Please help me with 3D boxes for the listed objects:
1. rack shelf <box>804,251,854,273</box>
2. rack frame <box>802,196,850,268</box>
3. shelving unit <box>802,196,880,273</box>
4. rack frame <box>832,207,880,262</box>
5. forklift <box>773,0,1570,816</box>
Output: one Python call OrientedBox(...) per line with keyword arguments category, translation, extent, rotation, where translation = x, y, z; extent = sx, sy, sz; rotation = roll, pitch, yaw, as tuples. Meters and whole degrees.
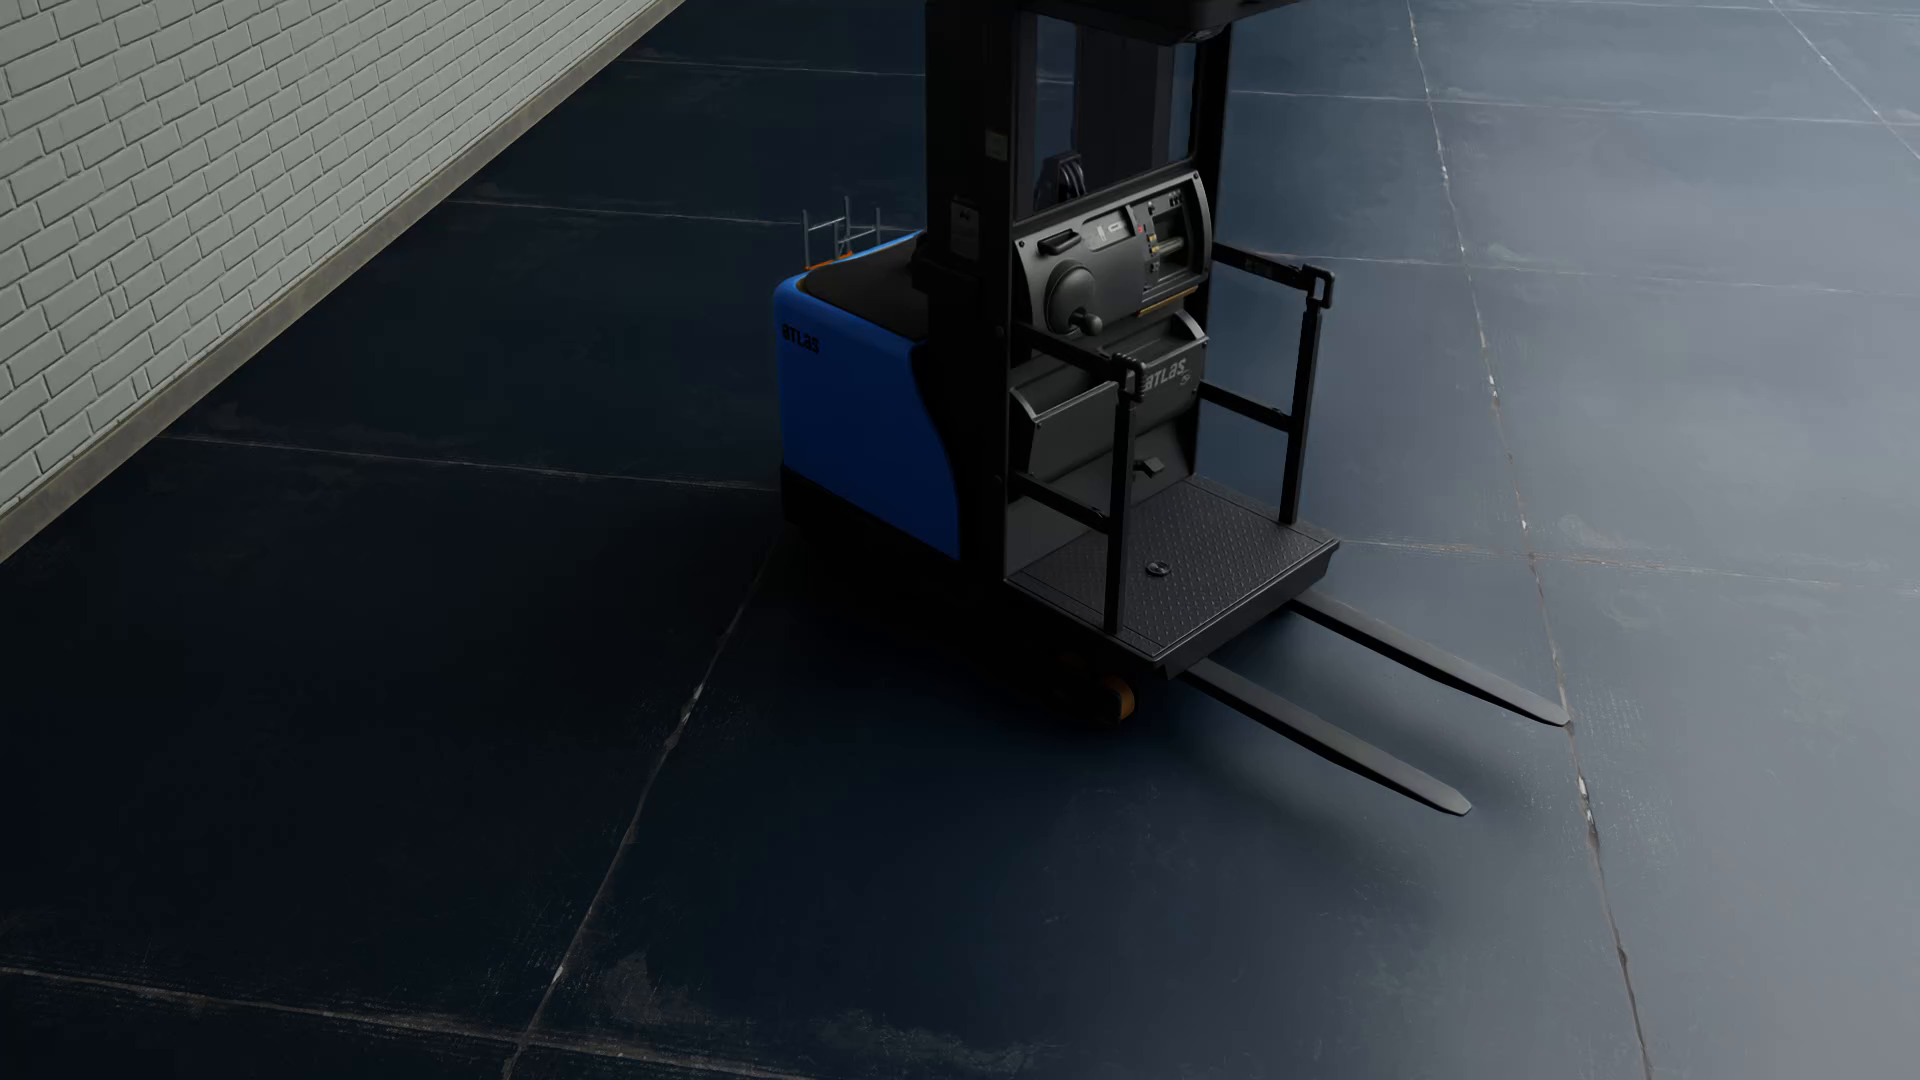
OrientedBox(category="rack shelf", translation=(-0.469, -1.059, 6.690), extent=(0.258, 0.103, 0.180), rotation=(-28, 41, -37))
OrientedBox(category="rack frame", translation=(-0.534, -0.826, 6.912), extent=(0.240, 1.200, 0.006), rotation=(-28, 41, -37))
OrientedBox(category="shelving unit", translation=(-0.469, -0.792, 6.857), extent=(0.258, 1.200, 0.189), rotation=(-28, 41, -37))
OrientedBox(category="rack frame", translation=(-0.405, -0.757, 6.802), extent=(0.240, 1.200, 0.006), rotation=(-28, 41, -37))
OrientedBox(category="forklift", translation=(0.675, -0.921, 5.432), extent=(1.130, 2.935, 3.031), rotation=(-28, 41, -37))
